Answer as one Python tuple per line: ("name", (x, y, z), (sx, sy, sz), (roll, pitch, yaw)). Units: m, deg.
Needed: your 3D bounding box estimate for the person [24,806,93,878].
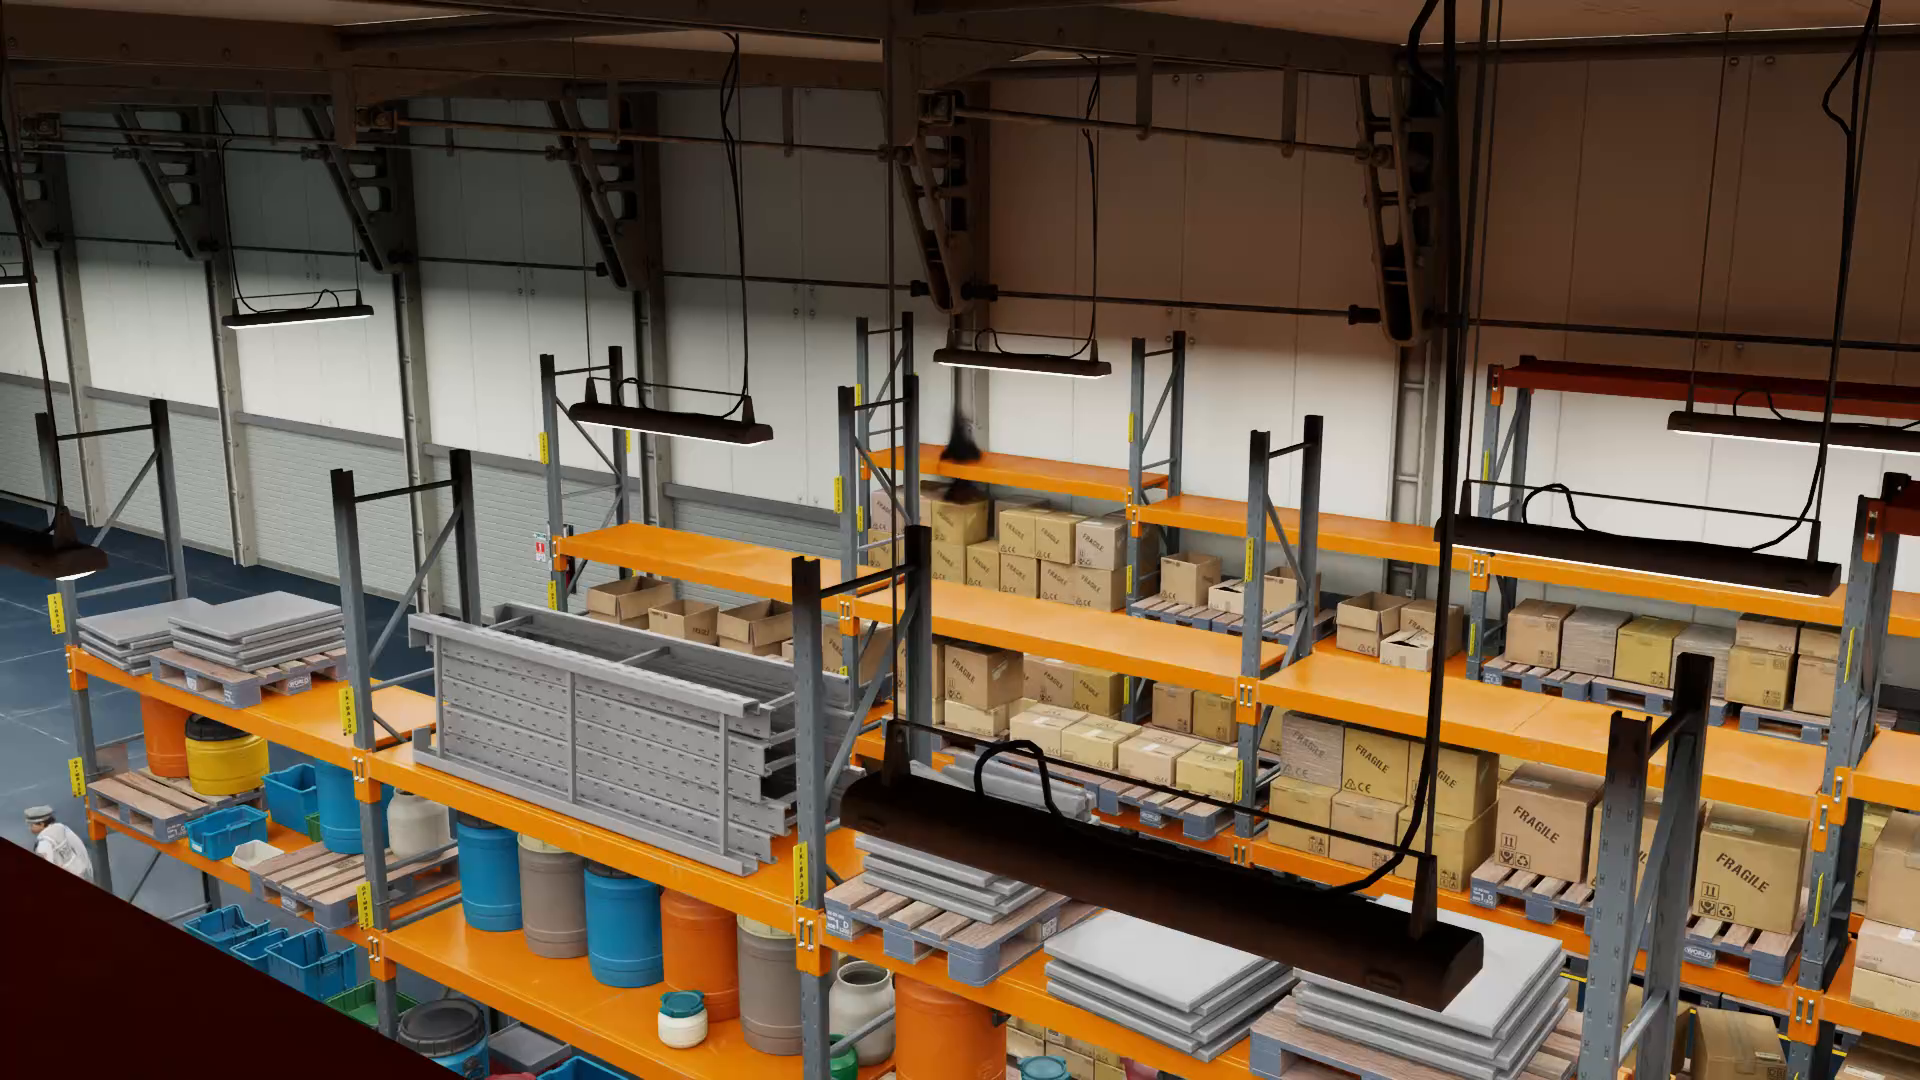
("person", (-9.053, 3.454, 16.867), (0.705, 1.621, 0.553), (-3, 13, -11))
